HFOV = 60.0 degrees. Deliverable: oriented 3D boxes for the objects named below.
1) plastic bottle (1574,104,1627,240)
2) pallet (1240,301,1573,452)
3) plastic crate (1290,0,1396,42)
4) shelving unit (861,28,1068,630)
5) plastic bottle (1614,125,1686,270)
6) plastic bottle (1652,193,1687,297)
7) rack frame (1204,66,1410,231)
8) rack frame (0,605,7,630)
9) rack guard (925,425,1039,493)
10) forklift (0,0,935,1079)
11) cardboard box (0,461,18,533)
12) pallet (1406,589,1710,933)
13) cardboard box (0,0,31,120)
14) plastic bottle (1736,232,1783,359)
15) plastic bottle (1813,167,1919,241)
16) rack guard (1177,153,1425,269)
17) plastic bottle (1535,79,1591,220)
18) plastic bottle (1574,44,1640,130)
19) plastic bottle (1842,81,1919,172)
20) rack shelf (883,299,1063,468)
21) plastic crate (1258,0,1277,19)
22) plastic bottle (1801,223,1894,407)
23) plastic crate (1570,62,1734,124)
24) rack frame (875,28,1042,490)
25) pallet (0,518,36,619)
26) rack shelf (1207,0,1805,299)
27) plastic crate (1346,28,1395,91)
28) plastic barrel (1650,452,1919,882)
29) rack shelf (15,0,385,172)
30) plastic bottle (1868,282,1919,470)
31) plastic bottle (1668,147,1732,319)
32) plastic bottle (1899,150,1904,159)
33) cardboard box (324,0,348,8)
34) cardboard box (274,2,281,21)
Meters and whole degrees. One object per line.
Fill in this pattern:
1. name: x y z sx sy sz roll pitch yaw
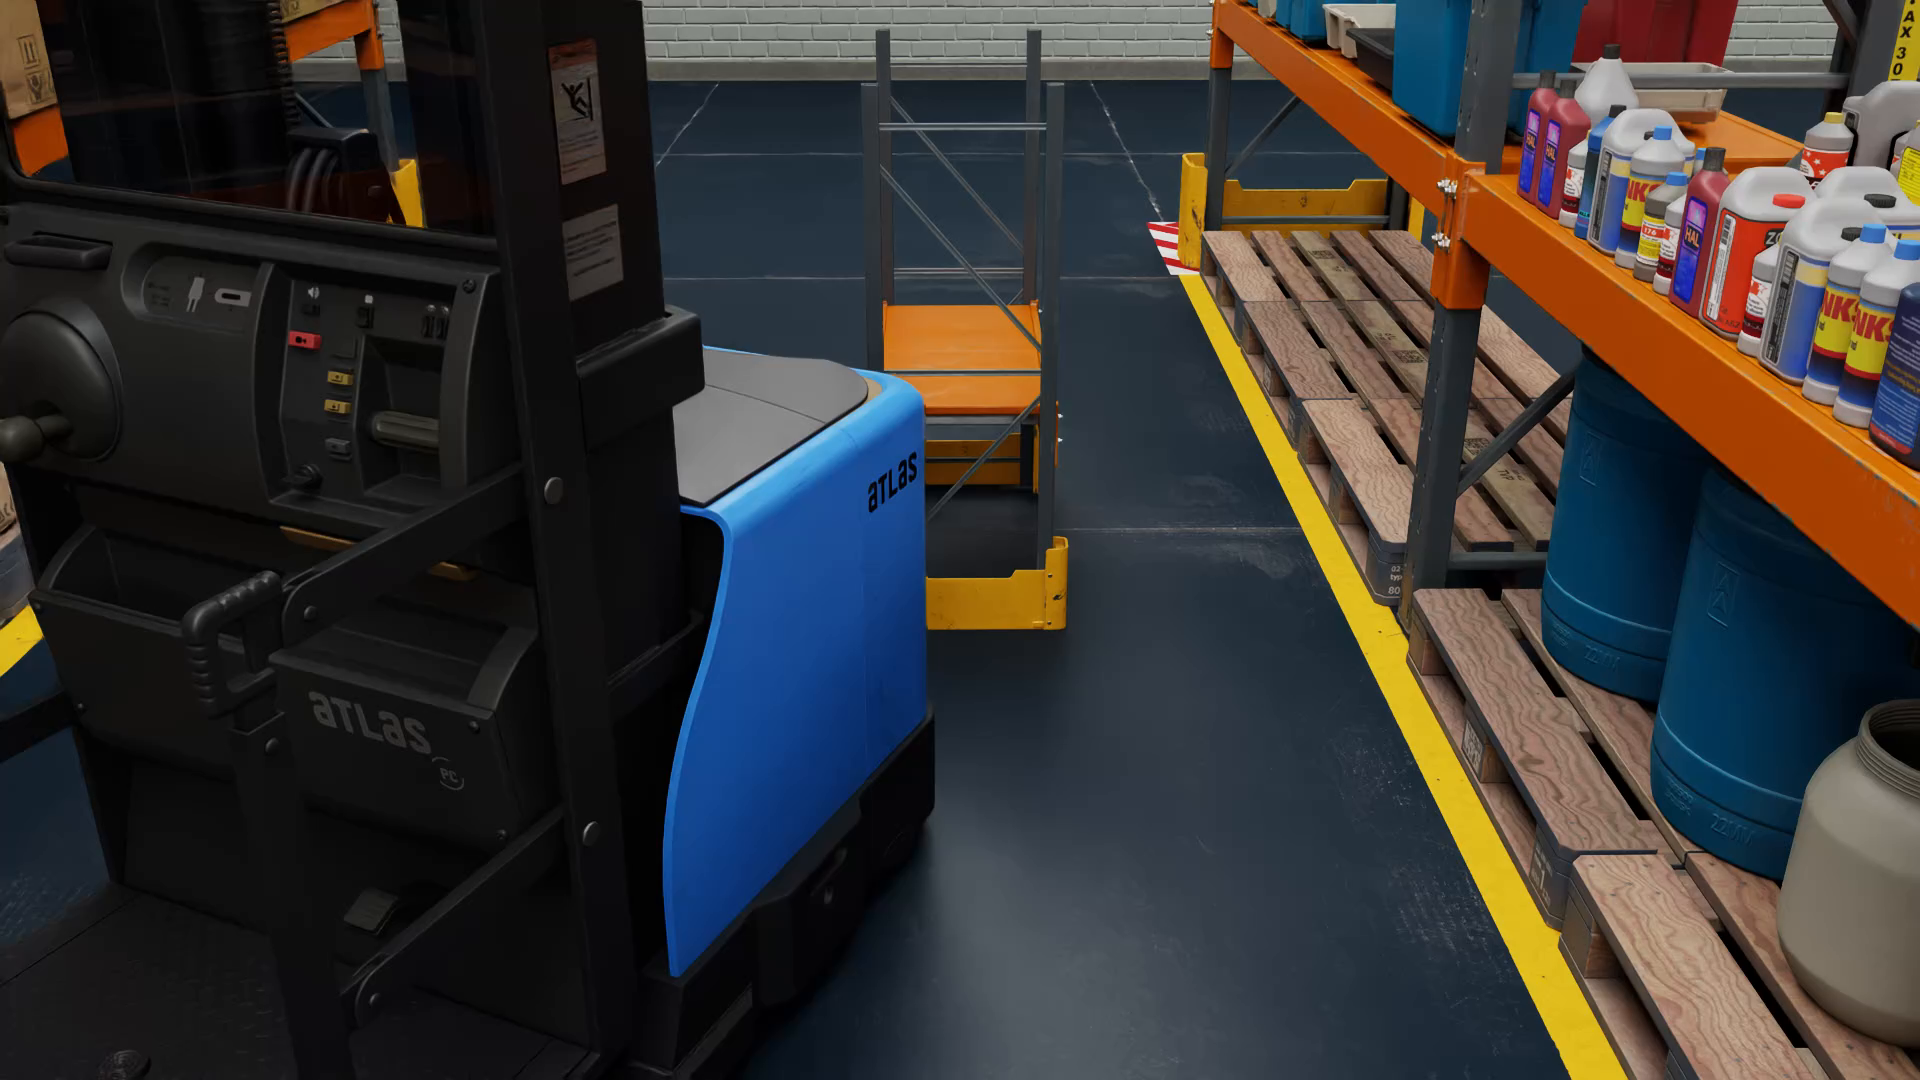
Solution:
1. plastic bottle: 1.348 -0.765 3.458 0.097 0.271 0.097 0 24 0
2. pallet: 1.686 -0.656 6.444 1.003 0.211 1.213 0 24 -1
3. plastic crate: 1.396 -1.949 6.050 0.416 0.233 0.300 0 24 -1
4. shelving unit: 0.001 -0.652 4.871 0.587 1.500 1.083 0 24 -1
5. plastic bottle: 1.351 -0.670 3.247 0.097 0.271 0.097 0 24 0
6. plastic bottle: 1.353 -0.558 3.084 0.097 0.201 0.097 0 24 0
7. rack frame: 1.705 -2.768 7.730 1.000 3.000 0.127 0 24 -1
8. rack frame: -3.205 -1.099 4.039 1.000 3.000 0.127 0 24 -1
9. rack guard: -0.005 -0.288 5.583 0.587 0.250 0.087 0 24 -1
10. forklift: -1.136 -0.222 2.185 1.130 2.935 3.031 11 27 23
11. cardboard box: -2.993 -0.248 4.887 0.500 0.311 0.500 0 24 -1
12. pallet: 1.715 0.469 3.956 1.003 0.211 1.213 0 24 -1
13. cardboard box: -2.938 -1.356 4.486 0.500 0.500 0.500 0 24 1
14. plastic bottle: 1.357 -0.407 2.751 0.097 0.201 0.097 0 24 0
15. plastic bottle: 1.535 -0.490 2.843 0.152 0.276 0.135 0 24 -1
16. rack guard: 1.692 -1.639 8.266 1.175 0.500 0.348 0 24 -1
17. plastic bottle: 1.327 -0.858 3.649 0.061 0.283 0.133 0 24 -1
18. plastic bottle: 1.429 -0.934 3.735 0.144 0.351 0.185 0 24 -1
19. plastic bottle: 2.076 -0.902 3.755 0.152 0.276 0.135 0 24 -1
20. rack shelf: 0.001 -0.484 4.937 0.538 0.185 1.000 0 24 -1
21. plastic crate: 1.307 -2.160 6.632 0.250 0.136 0.298 0 24 -1
22. plastic bottle: 1.359 -0.343 2.525 0.097 0.271 0.097 0 24 0
23. plastic crate: 1.886 -1.219 4.553 0.396 0.136 0.243 0 24 -1
24. rack frame: -0.005 -0.858 5.326 0.500 1.500 0.032 0 24 -1
25. pallet: -3.211 -0.111 5.240 1.003 0.211 1.213 0 24 -1
26. rack shelf: 1.727 -1.616 6.056 1.077 0.370 4.000 0 24 -1
27. plastic crate: 1.468 -1.481 5.147 0.437 0.125 0.590 0 24 -1
28. plastic barrel: 1.745 0.161 3.290 0.600 0.901 0.708 0 24 -1
29. rack shelf: -3.226 -1.595 6.010 1.077 0.370 4.000 0 24 -1
30. plastic bottle: 1.385 -0.281 2.292 0.144 0.351 0.185 0 24 -1
31. plastic bottle: 1.336 -0.547 2.962 0.061 0.283 0.133 0 24 -1
32. plastic bottle: 2.045 -0.765 3.543 0.097 0.201 0.097 0 24 0
33. cardboard box: -2.971 -2.609 7.258 0.500 0.500 0.500 0 24 1
34. cardboard box: -2.962 -2.190 6.330 0.500 0.500 0.500 0 24 0
